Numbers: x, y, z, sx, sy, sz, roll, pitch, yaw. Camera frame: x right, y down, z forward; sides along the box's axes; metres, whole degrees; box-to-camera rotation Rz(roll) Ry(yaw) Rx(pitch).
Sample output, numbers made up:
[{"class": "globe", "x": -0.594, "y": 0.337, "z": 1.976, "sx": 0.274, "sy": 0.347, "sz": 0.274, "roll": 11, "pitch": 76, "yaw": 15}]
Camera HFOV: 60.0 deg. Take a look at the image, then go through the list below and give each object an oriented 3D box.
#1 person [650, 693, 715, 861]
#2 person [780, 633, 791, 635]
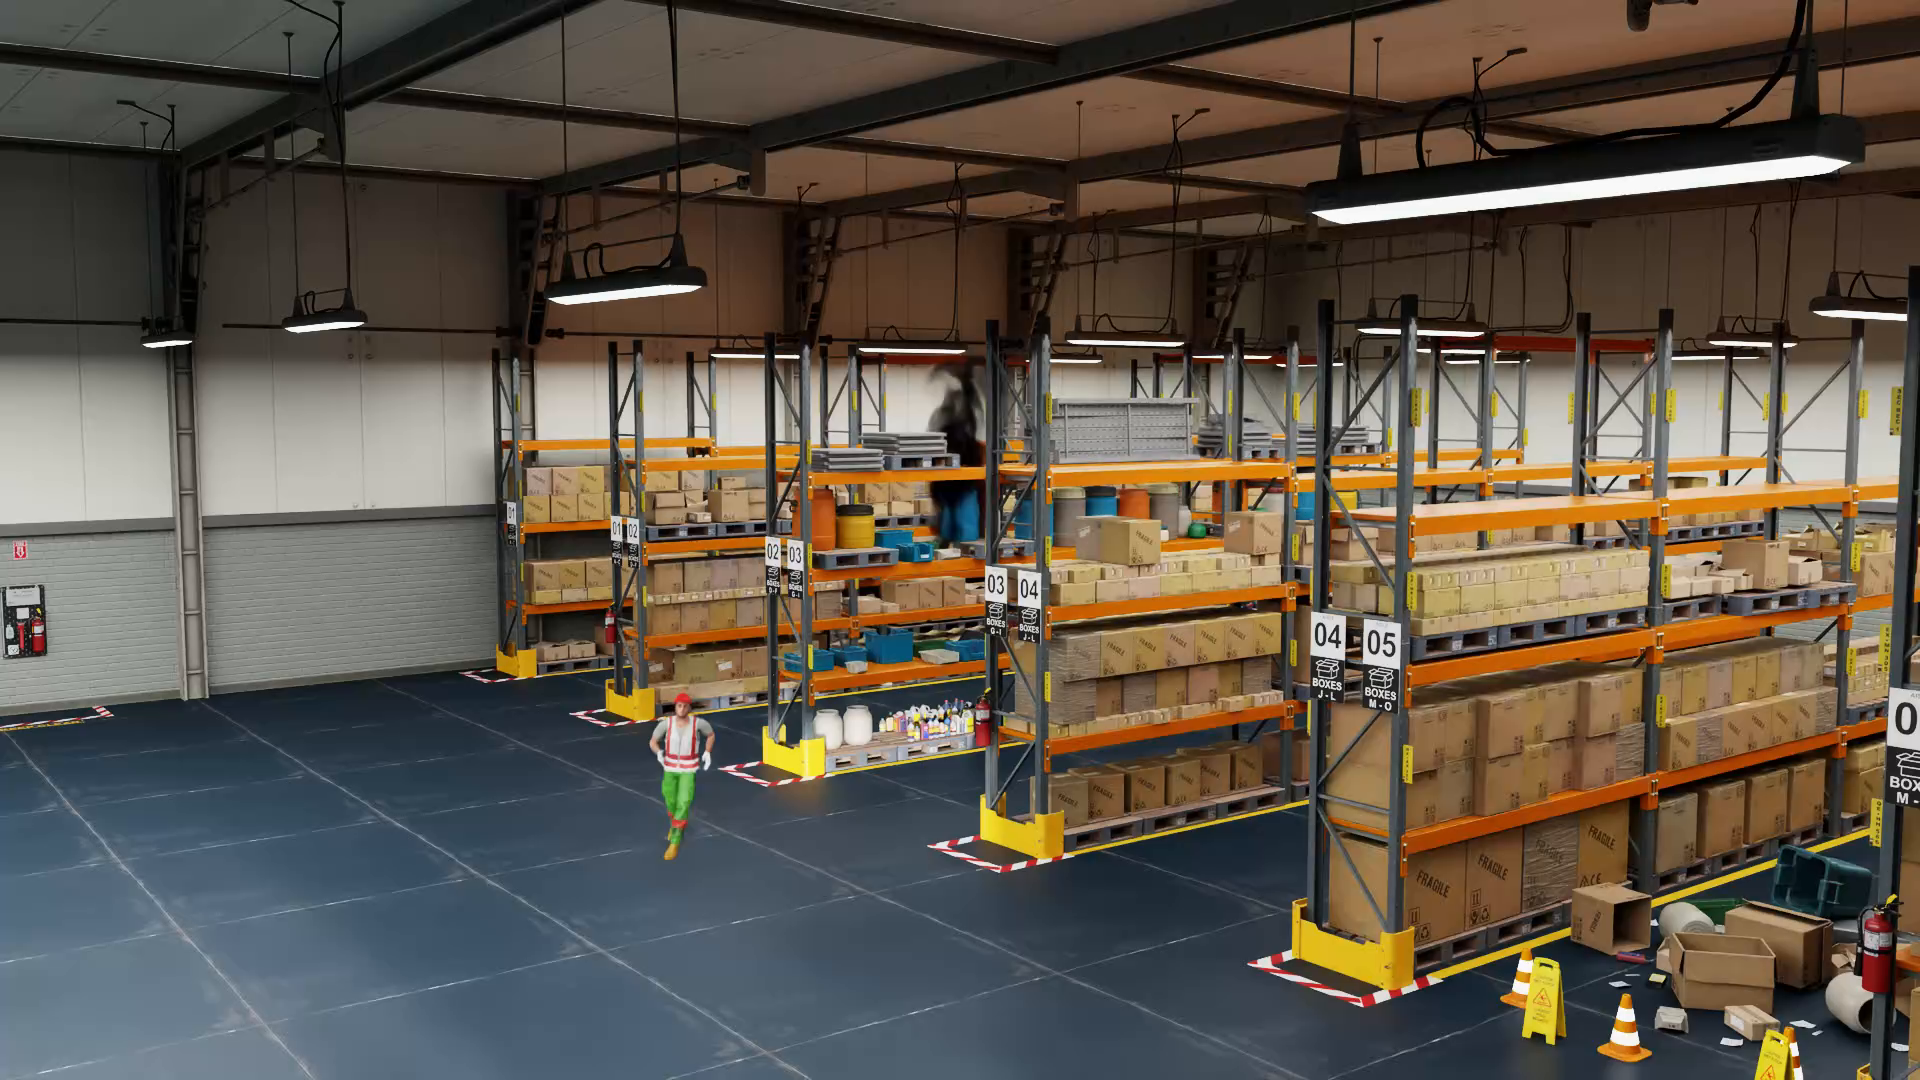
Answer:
[{"class": "person", "x": -3.159, "y": 2.570, "z": 18.768, "sx": 0.698, "sy": 1.704, "sz": 0.913, "roll": 0, "pitch": 5, "yaw": 3}, {"class": "person", "x": -3.322, "y": 1.565, "z": 31.629, "sx": 0.545, "sy": 1.668, "sz": 0.604, "roll": -5, "pitch": 7, "yaw": -44}]
